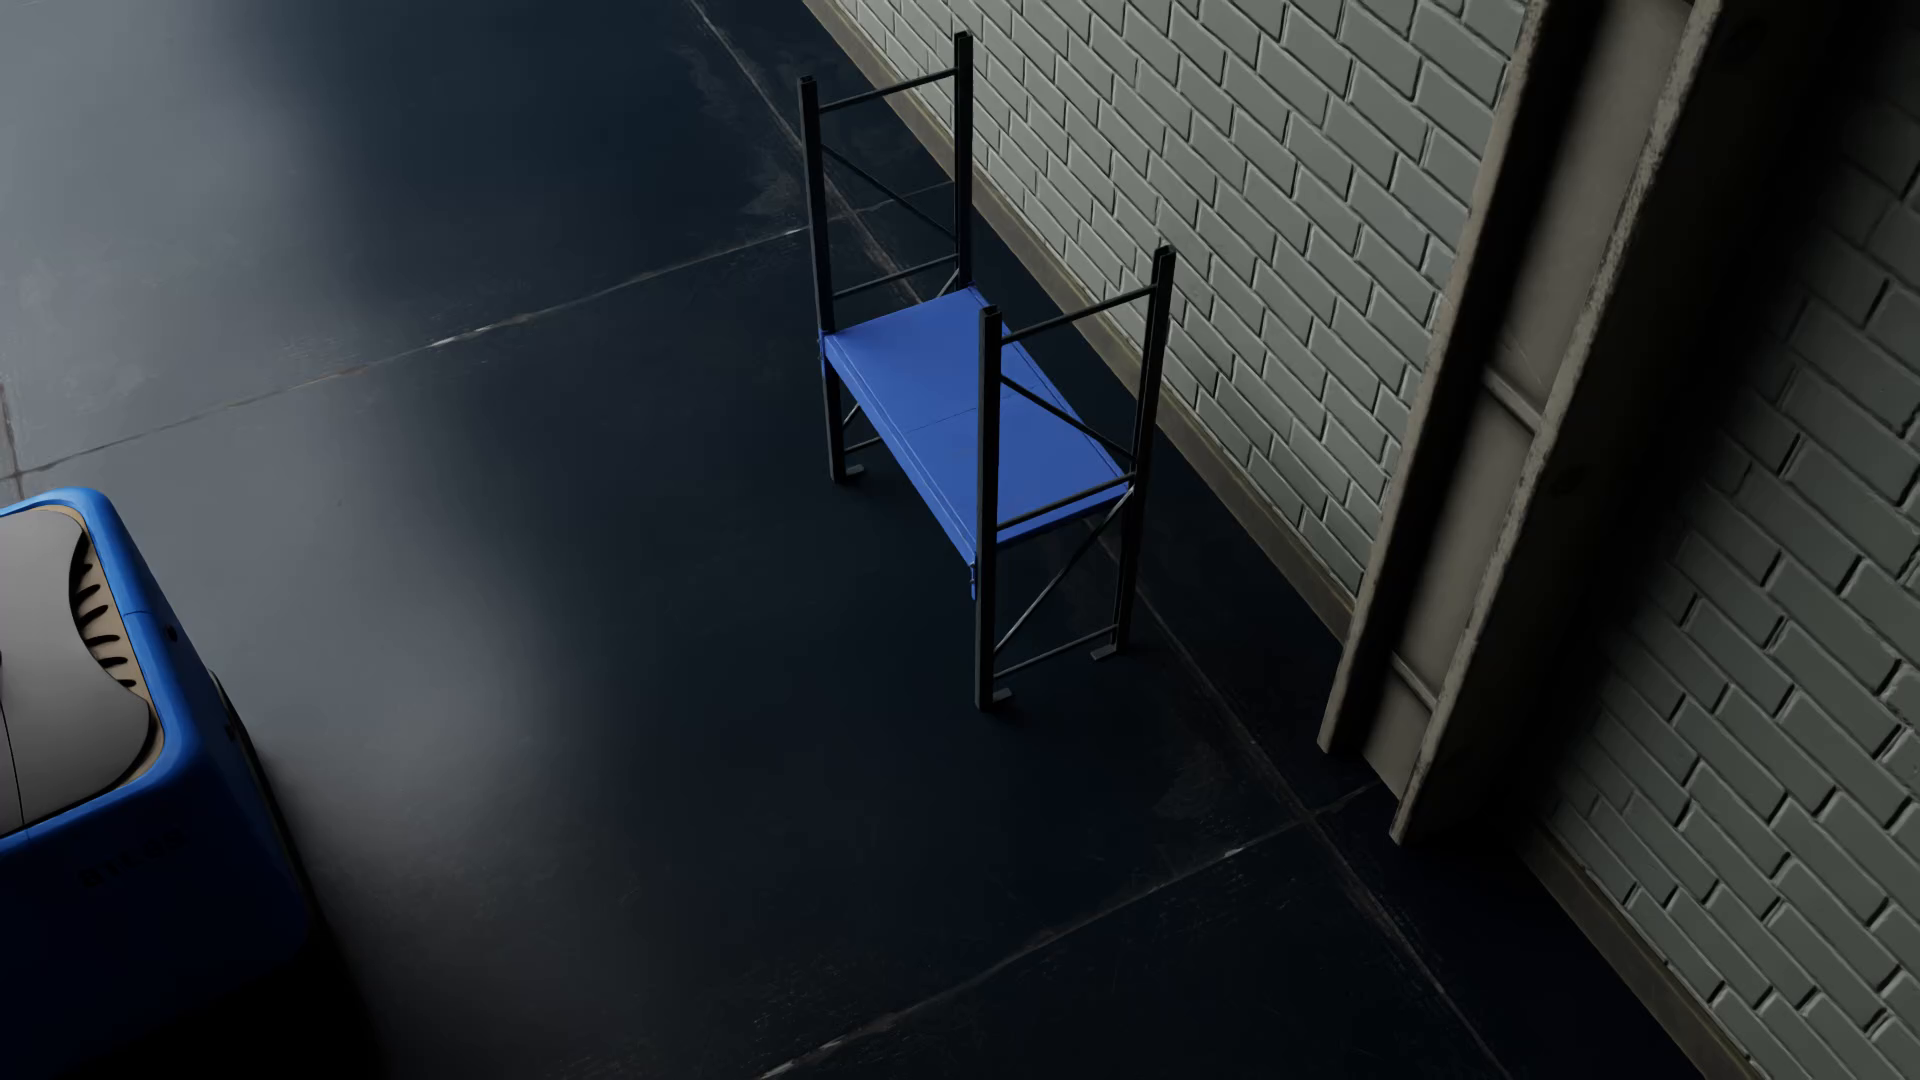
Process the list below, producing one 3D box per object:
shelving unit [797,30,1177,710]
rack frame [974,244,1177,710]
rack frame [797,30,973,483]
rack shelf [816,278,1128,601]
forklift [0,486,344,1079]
[{"bbox_3d":[0.039,-0.437,4.636,0.538,1.500,1.048,-21,52,-18],"label":"shelving unit"},{"bbox_3d":[0.272,-0.096,4.338,0.500,1.500,0.032,-21,52,-18],"label":"rack frame"},{"bbox_3d":[-0.194,-0.777,4.933,0.500,1.500,0.032,-21,52,-18],"label":"rack frame"},{"bbox_3d":[0.039,-0.318,4.771,0.538,0.185,1.000,-21,52,-18],"label":"rack shelf"},{"bbox_3d":[-3.076,0.487,2.877,3.031,2.935,1.130,-25,53,-20],"label":"forklift"}]
